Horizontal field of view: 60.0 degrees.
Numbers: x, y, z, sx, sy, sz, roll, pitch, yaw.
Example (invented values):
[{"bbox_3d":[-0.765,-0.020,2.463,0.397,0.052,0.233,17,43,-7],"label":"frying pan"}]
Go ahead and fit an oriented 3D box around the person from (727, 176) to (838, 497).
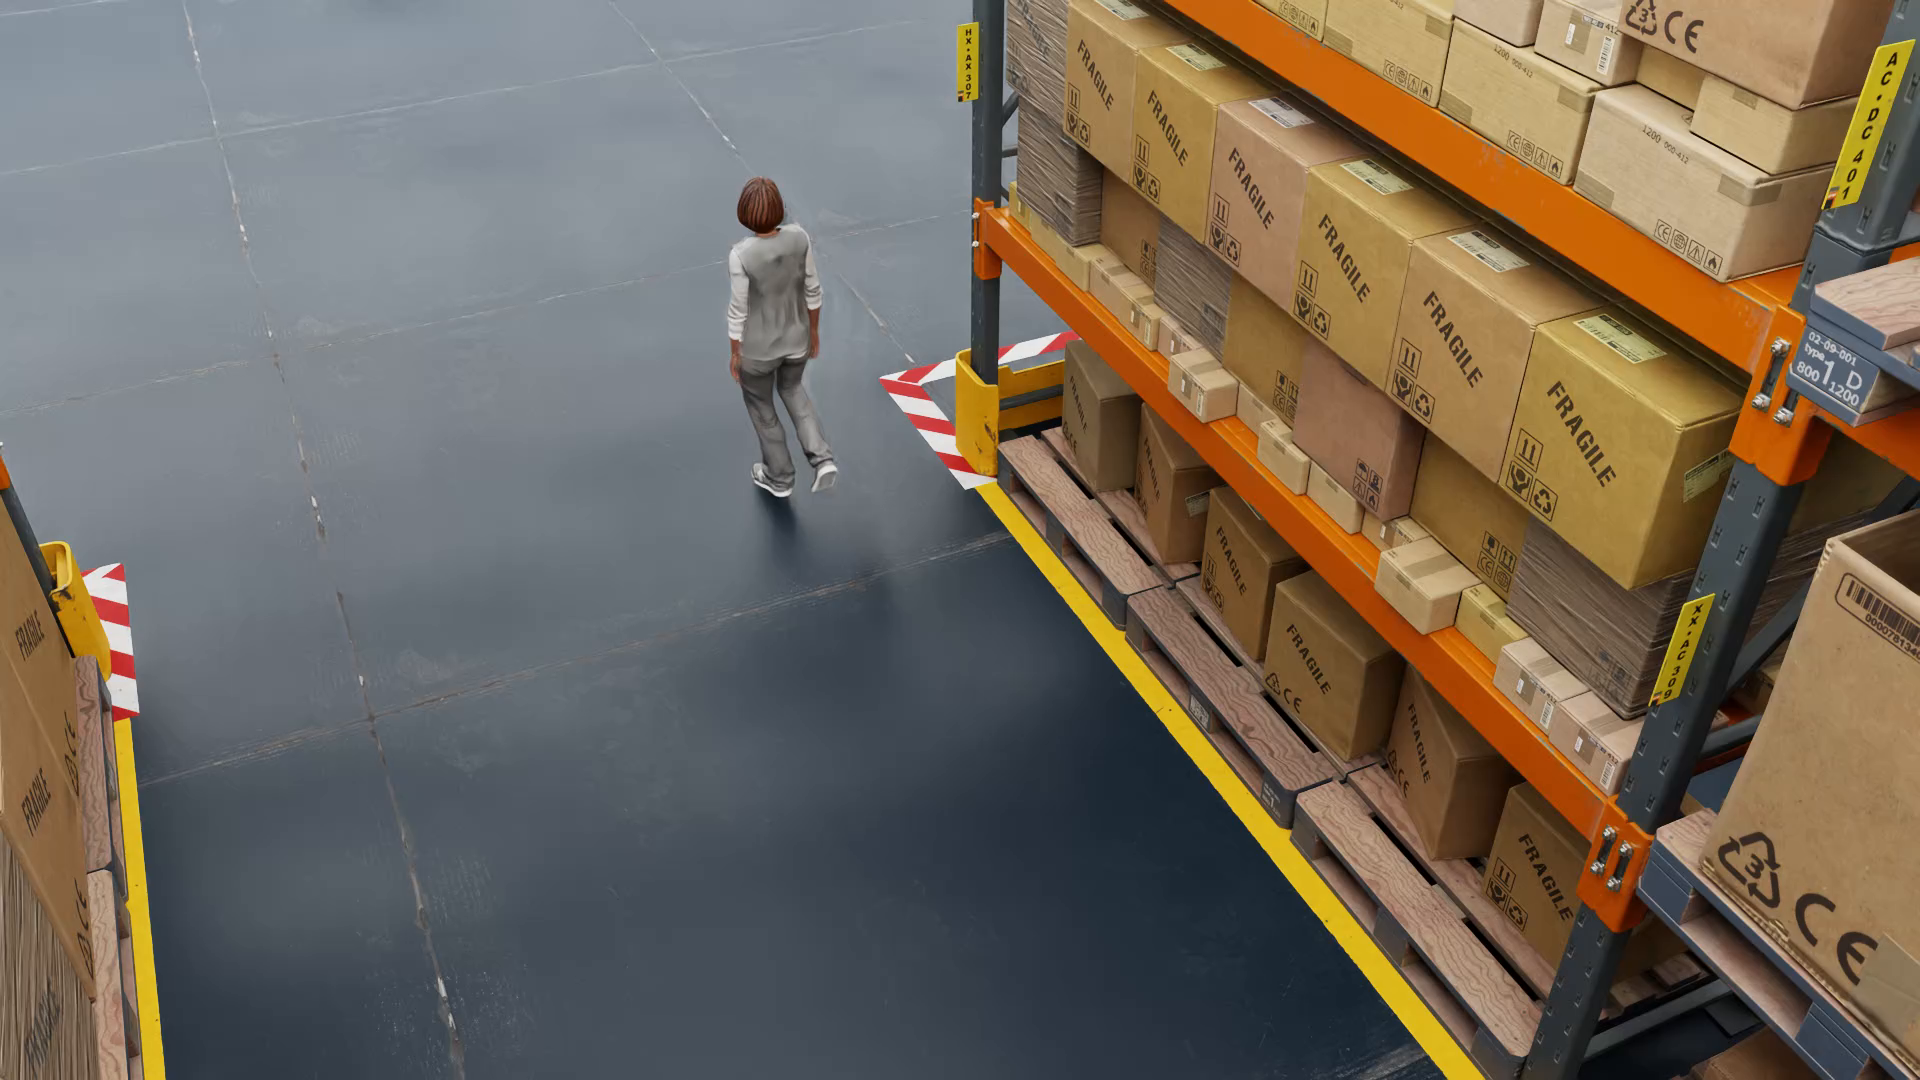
[{"bbox_3d":[-0.784,-0.836,7.193,0.423,1.587,0.503,-24,44,-27],"label":"person"}]
